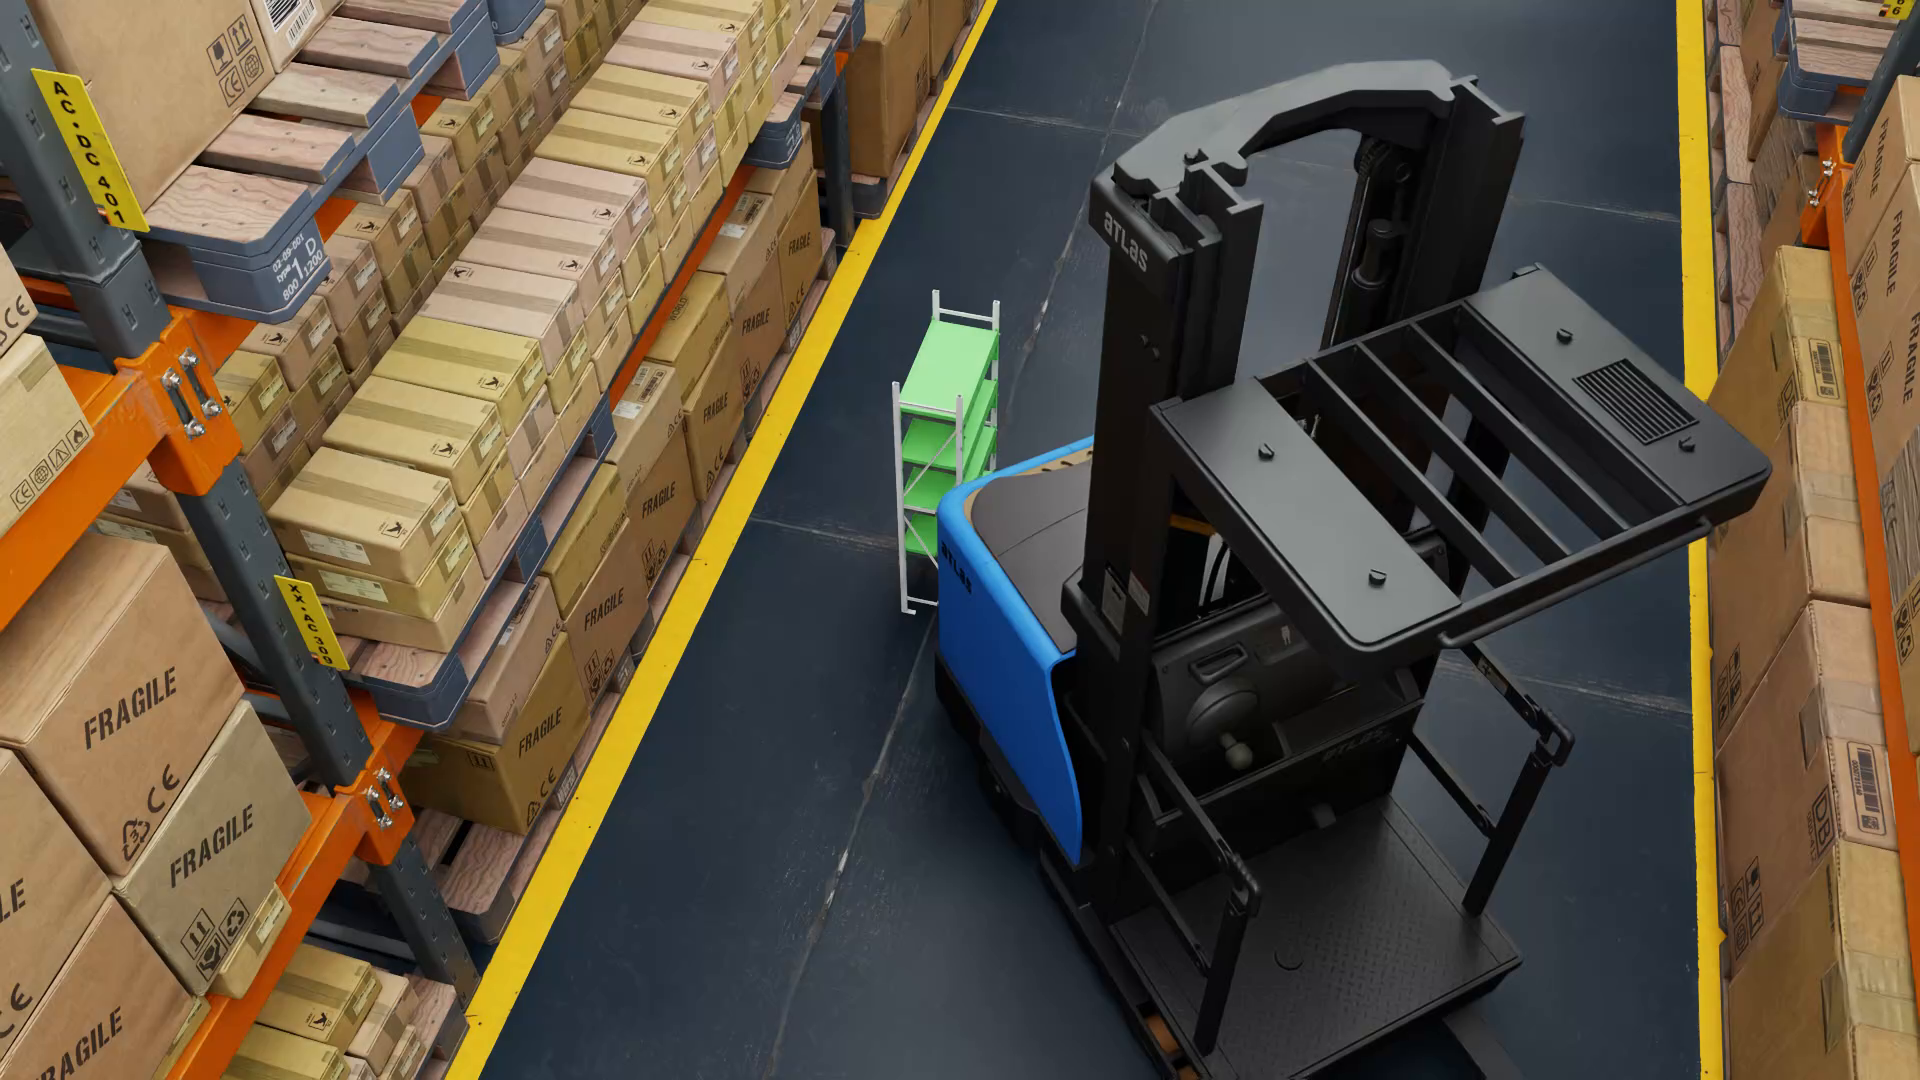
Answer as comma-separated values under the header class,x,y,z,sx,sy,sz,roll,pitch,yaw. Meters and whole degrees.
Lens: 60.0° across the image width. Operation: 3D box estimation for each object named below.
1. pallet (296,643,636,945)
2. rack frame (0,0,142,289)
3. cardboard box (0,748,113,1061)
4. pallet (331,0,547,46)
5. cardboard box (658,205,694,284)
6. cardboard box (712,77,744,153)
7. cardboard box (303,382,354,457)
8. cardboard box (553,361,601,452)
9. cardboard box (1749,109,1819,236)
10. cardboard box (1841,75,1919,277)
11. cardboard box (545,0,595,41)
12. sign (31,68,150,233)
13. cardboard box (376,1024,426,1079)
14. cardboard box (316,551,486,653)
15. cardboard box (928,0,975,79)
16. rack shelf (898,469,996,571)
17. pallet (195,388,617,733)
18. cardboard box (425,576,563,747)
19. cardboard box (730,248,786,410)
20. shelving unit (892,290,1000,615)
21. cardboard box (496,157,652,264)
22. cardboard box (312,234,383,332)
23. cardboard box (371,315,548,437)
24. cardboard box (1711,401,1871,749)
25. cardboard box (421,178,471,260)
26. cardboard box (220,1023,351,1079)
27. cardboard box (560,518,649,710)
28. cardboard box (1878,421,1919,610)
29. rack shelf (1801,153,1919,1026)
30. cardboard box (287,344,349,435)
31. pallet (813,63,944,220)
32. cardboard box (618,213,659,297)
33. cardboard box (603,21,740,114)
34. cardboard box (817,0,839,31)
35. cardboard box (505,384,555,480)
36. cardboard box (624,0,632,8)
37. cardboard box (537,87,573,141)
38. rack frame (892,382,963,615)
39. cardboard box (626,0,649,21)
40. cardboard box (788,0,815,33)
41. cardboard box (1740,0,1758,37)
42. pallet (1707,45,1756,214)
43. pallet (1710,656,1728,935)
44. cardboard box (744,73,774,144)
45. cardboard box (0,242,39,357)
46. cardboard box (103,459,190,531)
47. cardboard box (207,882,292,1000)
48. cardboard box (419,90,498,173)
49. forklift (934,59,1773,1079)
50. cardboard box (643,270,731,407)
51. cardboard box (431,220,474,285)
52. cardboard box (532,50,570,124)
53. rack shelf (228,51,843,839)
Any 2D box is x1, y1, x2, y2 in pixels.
class,x,y,z,sx,sy,sz,roll,pitch,yaw
pallet,-1.849,0.742,5.873,1.003,0.211,1.213,12,50,10
rack frame,-2.052,-1.603,2.081,1.000,3.000,0.127,12,50,10
cardboard box,-2.046,0.689,3.128,0.500,0.500,0.500,10,49,9
pallet,-1.517,-1.724,4.314,1.213,0.211,1.003,12,50,10
cardboard box,-1.097,-0.995,5.433,0.380,0.149,0.250,10,49,8
cardboard box,-0.960,-1.473,5.657,0.380,0.149,0.250,11,50,10
cardboard box,-2.003,-0.367,4.880,0.380,0.149,0.250,11,50,10
cardboard box,-1.301,-0.431,4.936,0.380,0.149,0.250,12,50,10
cardboard box,4.050,-1.670,7.515,0.700,0.500,0.500,8,49,7
cardboard box,3.369,-1.194,5.655,0.500,0.500,0.500,13,50,11
cardboard box,-1.515,-1.904,5.840,0.380,0.149,0.250,10,49,8
sign,-1.527,-0.679,2.922,0.100,0.325,0.005,12,50,10
cardboard box,-1.827,1.538,4.932,0.380,0.149,0.250,12,50,11
cardboard box,-1.505,0.133,4.439,0.380,0.149,0.250,9,49,8
cardboard box,-0.526,-2.961,8.502,1.050,0.750,0.750,12,50,11
rack shelf,-0.044,-0.076,6.341,0.258,0.148,0.480,12,50,10
pallet,-1.711,-0.078,4.865,1.003,0.211,1.213,12,50,10
cardboard box,-1.603,0.340,5.255,0.500,0.250,0.500,10,49,8
cardboard box,-1.061,-0.920,6.867,0.500,0.500,0.500,13,50,12
shelving unit,-0.044,-0.277,6.113,0.258,1.200,0.503,12,50,10
cardboard box,-1.165,-1.000,5.041,0.380,0.149,0.250,13,50,11
cardboard box,-1.926,-0.770,4.838,0.380,0.149,0.250,11,50,10
cardboard box,-1.367,-0.452,4.558,0.380,0.149,0.250,12,50,10
cardboard box,3.315,0.244,5.590,1.225,0.875,0.875,12,50,10
cardboard box,-1.795,-1.053,5.286,0.380,0.149,0.250,12,50,10
cardboard box,-1.924,1.492,4.576,0.380,0.149,0.250,12,50,11
cardboard box,-1.464,0.206,5.874,0.500,0.500,0.500,14,50,12
cardboard box,2.970,-0.088,4.679,0.500,0.500,0.500,12,50,10
rack shelf,3.233,0.226,4.949,1.077,0.370,4.000,12,50,10
cardboard box,-2.002,-0.468,4.770,0.380,0.149,0.250,14,50,12
pallet,-0.719,-2.143,8.420,1.003,0.211,1.213,12,50,10
cardboard box,-1.164,-0.916,5.166,0.380,0.149,0.250,11,49,9
cardboard box,-0.959,-1.581,5.554,0.380,0.149,0.250,12,50,10
cardboard box,-0.686,-2.119,6.426,0.380,0.149,0.250,12,50,11
cardboard box,-1.371,-0.340,4.658,0.380,0.149,0.250,13,50,11
cardboard box,-1.390,-2.158,6.262,0.380,0.149,0.250,14,50,12
cardboard box,-1.591,-1.505,5.884,0.380,0.149,0.250,13,50,11
rack frame,-0.108,-0.101,5.958,0.240,1.200,0.015,12,50,10
cardboard box,-1.383,-2.089,6.399,0.380,0.149,0.250,14,50,12
cardboard box,-0.759,-2.024,6.144,0.380,0.149,0.250,13,50,11
cardboard box,4.486,-2.889,8.592,0.700,0.500,0.500,11,50,10
pallet,4.289,-1.981,8.276,1.003,0.211,1.213,12,50,10
pallet,3.156,0.899,5.735,1.003,0.211,1.213,12,50,10
cardboard box,-0.889,-1.574,5.945,0.380,0.149,0.250,11,49,10
cardboard box,-1.928,-0.342,2.736,0.500,0.250,0.500,9,49,8
cardboard box,-2.135,-0.199,4.334,0.380,0.149,0.250,14,50,12
cardboard box,-1.864,0.926,4.018,0.380,0.149,0.250,10,49,9
cardboard box,-1.722,-1.337,5.339,0.380,0.149,0.250,11,49,10
forklift,1.030,0.409,4.353,1.130,2.935,3.031,-21,52,-18
cardboard box,-1.198,-0.792,6.254,0.500,0.250,0.500,13,50,11
cardboard box,-1.799,-0.942,5.387,0.380,0.149,0.250,14,50,12
cardboard box,-1.589,-1.602,5.771,0.380,0.149,0.250,12,50,10
rack shelf,-1.526,-0.826,5.877,1.077,0.370,4.000,12,50,10
